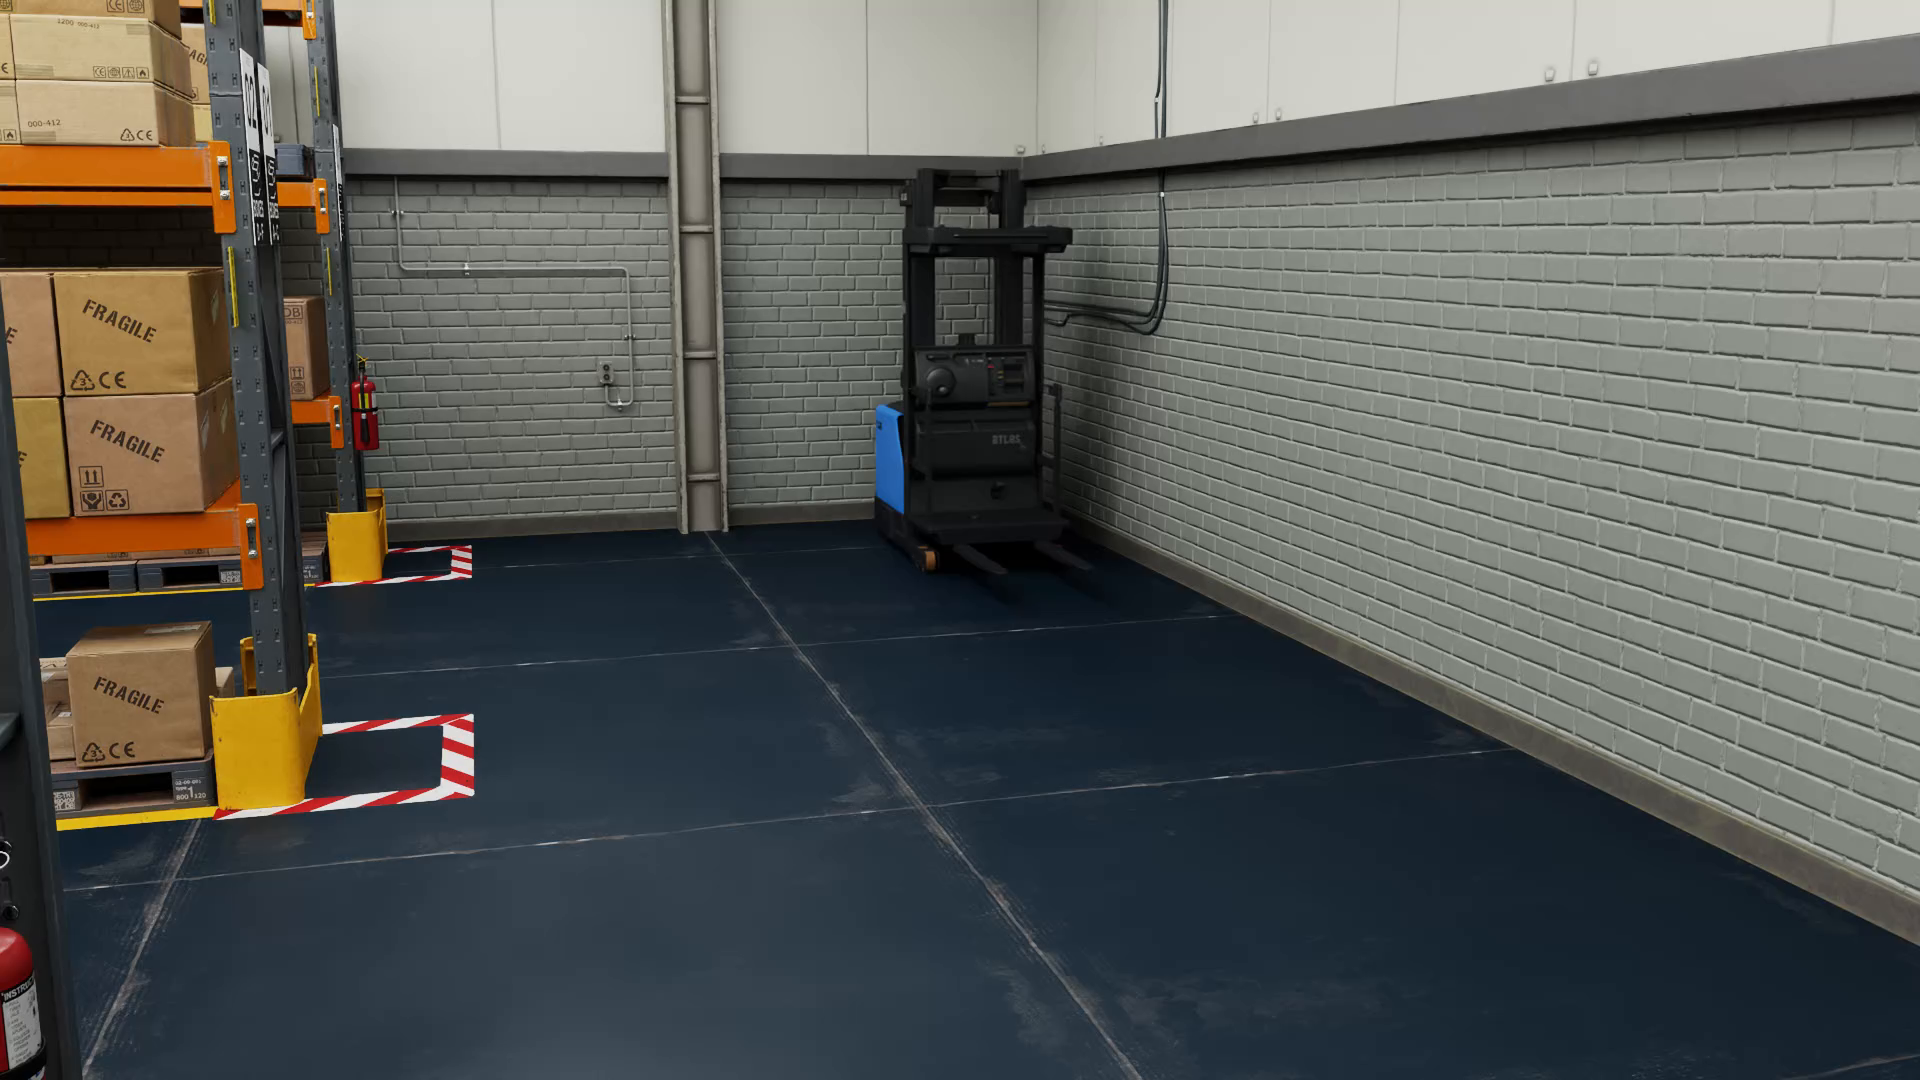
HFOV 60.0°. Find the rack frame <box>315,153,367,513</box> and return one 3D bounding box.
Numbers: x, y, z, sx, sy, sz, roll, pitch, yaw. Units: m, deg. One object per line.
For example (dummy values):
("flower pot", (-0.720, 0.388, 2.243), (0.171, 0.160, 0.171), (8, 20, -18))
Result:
("rack frame", (-4.518, -1.276, 12.195), (0.127, 3.000, 1.000), (-3, 11, -16))

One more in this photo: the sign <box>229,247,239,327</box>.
("sign", (-2.994, -1.043, 6.855), (0.005, 0.325, 0.100), (-3, 11, -16))

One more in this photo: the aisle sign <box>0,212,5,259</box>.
("aisle sign", (-1.763, -0.888, 2.905), (0.004, 0.787, 0.394), (-3, 11, -16))

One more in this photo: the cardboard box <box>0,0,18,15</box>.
("cardboard box", (-4.122, -2.392, 6.933), (0.500, 0.500, 0.700), (-3, 11, -16))

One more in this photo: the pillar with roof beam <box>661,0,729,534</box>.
("pillar with roof beam", (-0.964, -3.765, 9.146), (0.400, 9.000, 9.100), (-3, 11, -16))

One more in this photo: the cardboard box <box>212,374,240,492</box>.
("cardboard box", (-3.629, -0.488, 7.636), (0.500, 0.500, 0.500), (-3, 11, -15))

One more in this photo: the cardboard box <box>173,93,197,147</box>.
("cardboard box", (-3.694, -1.835, 7.359), (0.500, 0.250, 0.500), (-3, 11, -16))

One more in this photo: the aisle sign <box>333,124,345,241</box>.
("aisle sign", (-4.365, -2.506, 11.696), (0.004, 0.787, 0.394), (-3, 11, -16))

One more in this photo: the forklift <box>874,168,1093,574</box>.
("forklift", (0.173, -1.279, 12.397), (1.130, 2.935, 3.031), (-3, 11, -15))

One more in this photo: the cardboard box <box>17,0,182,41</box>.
("cardboard box", (-3.618, -2.403, 6.991), (0.500, 0.500, 0.700), (-3, 11, -16))

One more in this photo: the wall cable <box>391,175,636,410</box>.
("wall cable", (-3.553, -2.005, 13.348), (1.851, 1.984, 0.084), (-3, 11, -16))

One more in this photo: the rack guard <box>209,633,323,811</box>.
("rack guard", (-3.203, 0.818, 7.724), (0.348, 0.500, 1.175), (-3, 11, -16))

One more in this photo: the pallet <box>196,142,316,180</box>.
("pallet", (-5.227, -2.669, 11.718), (1.213, 0.211, 1.003), (-3, 11, -16))

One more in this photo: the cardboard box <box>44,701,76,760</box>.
("cardboard box", (-3.997, 0.837, 7.327), (0.250, 0.166, 0.380), (-3, 11, -16))

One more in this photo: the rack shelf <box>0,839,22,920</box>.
("rack shelf", (-3.669, 0.901, 2.355), (4.000, 0.370, 1.077), (-3, 11, -16))

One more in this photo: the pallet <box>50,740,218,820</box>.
("pallet", (-3.968, 1.000, 7.530), (1.213, 0.211, 1.003), (-3, 11, -16))

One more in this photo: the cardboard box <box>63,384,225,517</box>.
("cardboard box", (-3.484, -0.395, 7.129), (0.500, 0.500, 0.500), (-3, 11, -14))

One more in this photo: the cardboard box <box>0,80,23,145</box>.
("cardboard box", (-4.032, -1.722, 6.743), (0.500, 0.250, 0.500), (-3, 11, -16))

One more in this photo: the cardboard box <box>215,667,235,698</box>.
("cardboard box", (-3.628, 0.732, 7.946), (0.250, 0.149, 0.380), (-3, 11, -16))

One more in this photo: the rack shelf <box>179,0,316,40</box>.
("rack shelf", (-6.438, -3.575, 11.203), (4.000, 0.370, 1.077), (-3, 11, -16))

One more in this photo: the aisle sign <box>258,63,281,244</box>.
("aisle sign", (-3.146, -1.748, 7.579), (0.004, 0.787, 0.394), (-3, 11, -16))

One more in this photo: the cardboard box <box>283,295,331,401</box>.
("cardboard box", (-5.005, -1.396, 12.018), (0.700, 0.700, 0.980), (-3, 11, -13))

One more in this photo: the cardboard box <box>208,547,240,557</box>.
("cardboard box", (-5.162, -0.201, 12.096), (0.500, 0.500, 0.700), (-3, 11, -16))

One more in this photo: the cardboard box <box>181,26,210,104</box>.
("cardboard box", (-5.144, -3.218, 11.363), (0.500, 0.500, 0.500), (-3, 11, -16))

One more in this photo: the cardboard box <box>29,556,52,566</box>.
("cardboard box", (-6.635, -0.122, 11.666), (0.500, 0.500, 0.700), (-3, 11, -15))

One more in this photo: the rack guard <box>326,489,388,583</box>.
("rack guard", (-4.495, -0.048, 12.428), (0.348, 0.500, 1.175), (-3, 11, -16))

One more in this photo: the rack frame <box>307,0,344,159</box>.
("rack frame", (-4.518, -4.227, 11.652), (0.127, 3.000, 1.000), (-3, 11, -16))

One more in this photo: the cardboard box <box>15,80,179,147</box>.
("cardboard box", (-3.549, -1.745, 6.870), (0.500, 0.250, 0.500), (-3, 11, -16))

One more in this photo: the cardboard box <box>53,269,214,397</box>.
("cardboard box", (-3.480, -0.886, 7.037), (0.500, 0.500, 0.500), (-3, 11, -16))

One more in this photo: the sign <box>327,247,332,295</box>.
("sign", (-4.379, -1.867, 11.552), (0.005, 0.325, 0.100), (-3, 11, -16))

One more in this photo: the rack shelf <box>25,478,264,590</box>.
("rack shelf", (-5.050, 0.040, 7.034), (4.000, 0.370, 1.077), (-3, 11, -16))

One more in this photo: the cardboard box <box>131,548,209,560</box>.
("cardboard box", (-5.642, -0.175, 11.959), (0.500, 0.500, 0.700), (-3, 11, -16))

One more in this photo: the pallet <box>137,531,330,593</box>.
("pallet", (-5.264, 0.149, 12.154), (1.213, 0.211, 1.003), (-3, 11, -16))

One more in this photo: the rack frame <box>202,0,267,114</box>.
("rack frame", (-3.130, -3.366, 6.975), (0.127, 3.000, 1.000), (-3, 11, -16))

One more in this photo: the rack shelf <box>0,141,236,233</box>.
("rack shelf", (-5.050, -1.436, 6.762), (4.000, 0.370, 1.077), (-3, 11, -16))

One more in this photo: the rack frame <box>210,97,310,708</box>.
("rack frame", (-3.130, -0.415, 7.518), (0.127, 3.000, 1.000), (-3, 11, -16))

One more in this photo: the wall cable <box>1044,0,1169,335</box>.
("wall cable", (1.013, -2.924, 13.150), (0.112, 2.526, 3.097), (-3, 11, -16))

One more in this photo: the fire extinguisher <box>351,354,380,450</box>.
("fire extinguisher", (-4.244, -0.982, 11.841), (0.183, 0.674, 0.296), (-3, 11, -16))

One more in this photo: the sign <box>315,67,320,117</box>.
("sign", (-4.379, -3.053, 11.334), (0.005, 0.325, 0.100), (-3, 11, -16))

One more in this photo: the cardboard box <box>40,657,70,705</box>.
("cardboard box", (-4.211, 0.724, 7.708), (0.500, 0.250, 0.500), (-3, 11, -16))

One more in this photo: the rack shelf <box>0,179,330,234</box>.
("rack shelf", (-6.438, -2.297, 11.439), (4.000, 0.370, 1.077), (-3, 11, -16))

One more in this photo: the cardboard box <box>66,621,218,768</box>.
("cardboard box", (-3.583, 0.668, 7.323), (0.500, 0.500, 0.500), (-3, 11, -16))

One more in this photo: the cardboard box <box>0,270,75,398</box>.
("cardboard box", (-3.965, -0.860, 6.897), (0.500, 0.500, 0.500), (-3, 11, -14))

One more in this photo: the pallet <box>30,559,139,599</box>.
("pallet", (-6.433, 0.210, 11.822), (1.213, 0.211, 1.003), (-3, 11, -16))

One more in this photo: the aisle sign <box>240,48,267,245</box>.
("aisle sign", (-2.978, -1.644, 7.012), (0.004, 0.787, 0.394), (-3, 11, -16))

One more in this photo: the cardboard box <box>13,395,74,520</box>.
("cardboard box", (-3.981, -0.368, 6.983), (0.500, 0.500, 0.500), (-3, 11, -15))

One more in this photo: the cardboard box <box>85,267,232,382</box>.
("cardboard box", (-3.629, -0.980, 7.546), (0.500, 0.500, 0.500), (-3, 11, -14))

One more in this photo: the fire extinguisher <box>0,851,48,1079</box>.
("fire extinguisher", (-1.477, 0.739, 2.493), (0.183, 0.674, 0.296), (-3, 11, -16))

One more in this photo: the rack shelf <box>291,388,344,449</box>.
("rack shelf", (-6.438, -0.821, 11.710), (4.000, 0.370, 1.077), (-3, 11, -16))

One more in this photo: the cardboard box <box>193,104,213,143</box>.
("cardboard box", (-5.147, -2.850, 11.438), (0.500, 0.250, 0.500), (-3, 11, -14))

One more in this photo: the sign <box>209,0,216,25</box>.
("sign", (-2.994, -2.229, 6.637), (0.005, 0.325, 0.100), (-3, 11, -16))

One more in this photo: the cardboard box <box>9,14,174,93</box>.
("cardboard box", (-3.552, -1.992, 6.833), (0.500, 0.250, 0.500), (-3, 11, -16))

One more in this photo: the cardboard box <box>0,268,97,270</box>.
("cardboard box", (-4.129, -0.952, 7.395), (0.500, 0.500, 0.500), (-3, 11, -15))

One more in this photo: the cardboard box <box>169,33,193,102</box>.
("cardboard box", (-3.696, -2.082, 7.320), (0.500, 0.250, 0.500), (-3, 11, -16))

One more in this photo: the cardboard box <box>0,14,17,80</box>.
("cardboard box", (-4.032, -1.967, 6.695), (0.500, 0.250, 0.500), (-3, 11, -16))

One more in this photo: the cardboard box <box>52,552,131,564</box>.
("cardboard box", (-6.125, -0.150, 11.820), (0.500, 0.500, 0.700), (-3, 11, -18))
